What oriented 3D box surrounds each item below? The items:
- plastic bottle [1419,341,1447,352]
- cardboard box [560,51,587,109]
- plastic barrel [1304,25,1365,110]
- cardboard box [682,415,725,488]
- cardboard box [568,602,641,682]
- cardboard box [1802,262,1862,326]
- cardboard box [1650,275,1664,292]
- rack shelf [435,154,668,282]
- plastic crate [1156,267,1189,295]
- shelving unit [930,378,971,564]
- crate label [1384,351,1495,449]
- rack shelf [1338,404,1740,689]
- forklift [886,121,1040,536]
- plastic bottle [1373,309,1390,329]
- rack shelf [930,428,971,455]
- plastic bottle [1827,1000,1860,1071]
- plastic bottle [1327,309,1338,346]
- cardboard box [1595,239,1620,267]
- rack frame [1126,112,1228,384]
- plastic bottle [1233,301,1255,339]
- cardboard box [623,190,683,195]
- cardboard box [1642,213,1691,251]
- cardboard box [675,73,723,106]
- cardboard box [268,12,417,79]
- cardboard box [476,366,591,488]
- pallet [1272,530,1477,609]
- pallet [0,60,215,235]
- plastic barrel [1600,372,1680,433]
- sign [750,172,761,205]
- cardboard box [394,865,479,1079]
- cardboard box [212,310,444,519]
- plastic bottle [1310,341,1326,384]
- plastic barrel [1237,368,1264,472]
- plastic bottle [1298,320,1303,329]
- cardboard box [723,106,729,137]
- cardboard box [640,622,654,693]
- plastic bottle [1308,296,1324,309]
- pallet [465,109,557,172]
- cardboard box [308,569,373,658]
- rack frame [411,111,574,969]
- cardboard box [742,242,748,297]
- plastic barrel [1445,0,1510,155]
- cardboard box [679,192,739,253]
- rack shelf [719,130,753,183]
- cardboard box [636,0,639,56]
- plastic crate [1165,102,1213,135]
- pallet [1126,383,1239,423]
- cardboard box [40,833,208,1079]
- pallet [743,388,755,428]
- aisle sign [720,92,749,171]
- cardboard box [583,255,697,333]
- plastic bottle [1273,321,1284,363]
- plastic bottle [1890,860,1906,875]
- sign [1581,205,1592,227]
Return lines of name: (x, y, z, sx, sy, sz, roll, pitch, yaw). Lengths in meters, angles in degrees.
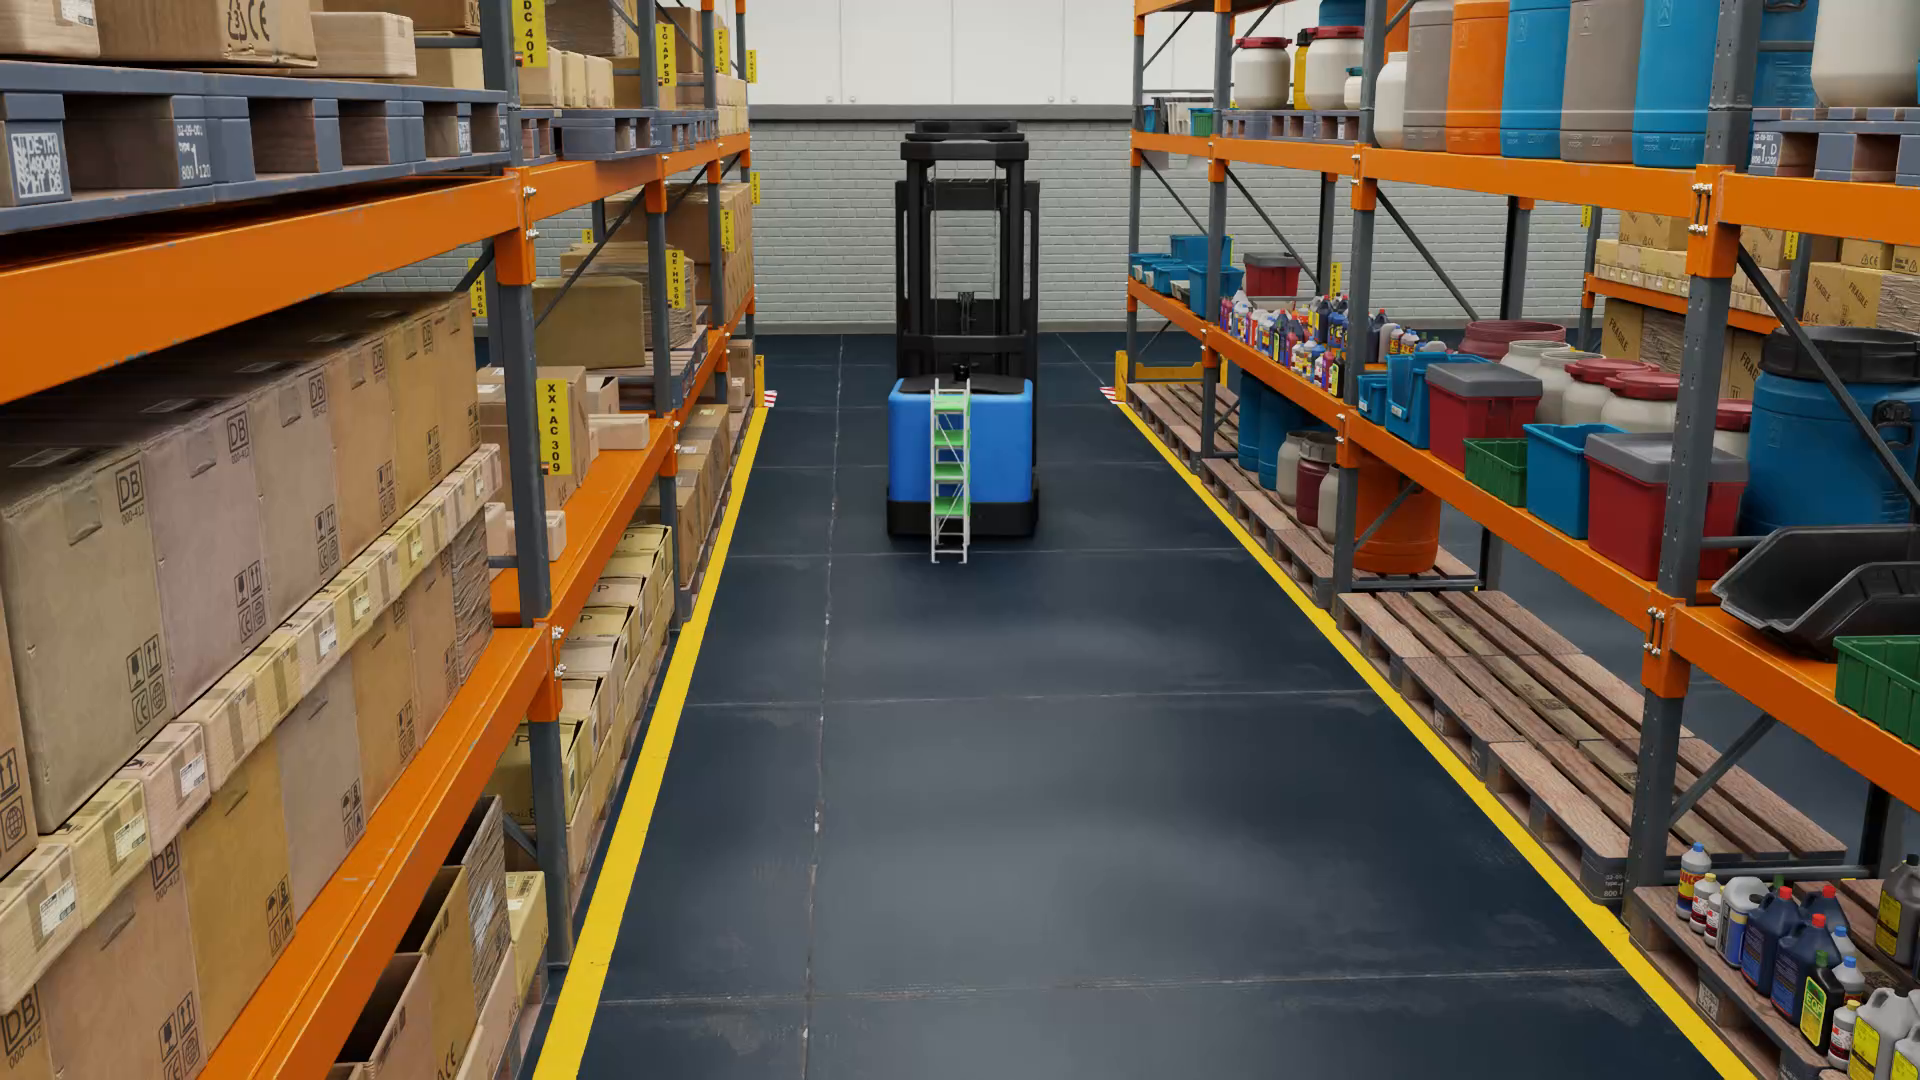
plastic bottle: (3.047, -1.150, 10.725, 0.152, 0.276, 0.135, -1, 14, -3)
cardboard box: (-2.005, -2.106, 7.630, 0.500, 0.250, 0.500, -1, 14, -5)
plastic barrel: (2.519, -3.143, 11.087, 0.433, 0.535, 0.433, 0, 14, 0)
cardboard box: (-2.073, -0.663, 12.716, 0.500, 0.500, 0.500, -1, 14, -3)
cardboard box: (-1.790, 0.456, 7.786, 0.500, 0.311, 0.500, 0, 14, -2)
cardboard box: (7.254, -1.984, 13.516, 0.500, 0.500, 0.500, -1, 14, -3)
cardboard box: (7.002, -2.514, 16.281, 0.380, 0.149, 0.250, -1, 14, -4)
rack shelf: (-2.040, -1.514, 7.314, 1.077, 0.370, 4.000, -1, 14, -3)
plastic crate: (2.071, -2.451, 15.750, 0.416, 0.233, 0.300, -1, 14, -3)
shelving unit: (-0.064, -0.481, 11.490, 0.258, 1.200, 0.503, 1, 14, 3)
crate label: (2.571, -0.748, 8.844, 0.502, 0.435, 0.616, -1, 14, -3)
rack shelf: (2.904, -0.137, 7.981, 1.077, 0.370, 4.000, -1, 14, -3)
forklift: (0.067, -1.762, 12.994, 1.130, 2.935, 3.031, 1, 14, 3)
plastic bottle: (2.984, -1.456, 11.764, 0.144, 0.351, 0.185, -1, 14, -3)
rack shelf: (-0.064, -0.652, 11.446, 0.258, 0.148, 0.480, 1, 14, 3)
plastic bottle: (2.669, 1.479, 4.990, 0.097, 0.201, 0.097, 0, 14, 0)
plastic bottle: (2.809, -1.599, 12.480, 0.097, 0.271, 0.097, 0, 14, 0)
cardboard box: (6.988, -2.996, 17.356, 0.500, 0.250, 0.500, -1, 14, -5)
rack frame: (2.284, -2.972, 17.558, 1.000, 3.000, 0.127, -1, 14, -3)
plastic bottle: (2.203, -1.705, 12.883, 0.152, 0.276, 0.135, -1, 14, -3)
cardboard box: (-2.797, -2.934, 15.203, 0.500, 0.500, 0.500, -1, 14, -4)
cardboard box: (7.057, -3.106, 16.279, 0.500, 0.500, 0.500, -1, 14, -5)
cardboard box: (-2.194, -3.649, 13.465, 0.500, 0.250, 0.500, -1, 14, -3)
cardboard box: (-1.569, -1.219, 4.103, 0.380, 0.149, 0.250, -1, 14, -3)
cardboard box: (-2.044, -0.538, 7.898, 0.500, 0.500, 0.500, -2, 15, -6)
pallet: (2.689, 0.173, 10.932, 1.003, 0.211, 1.213, -1, 14, -3)
pallet: (-1.687, -0.503, 2.121, 1.003, 0.211, 1.213, -1, 14, -3)
plastic barrel: (3.142, -0.477, 7.589, 0.433, 0.535, 0.433, 0, 14, 0)
sign: (-2.105, -3.614, 17.094, 0.100, 0.325, 0.005, -1, 14, -3)
cardboard box: (-1.616, 1.214, 4.460, 0.500, 0.500, 0.500, -1, 14, -3)
cardboard box: (-1.850, -0.353, 4.574, 0.700, 0.500, 0.500, -1, 14, -4)
plastic bottle: (2.314, -1.149, 10.730, 0.097, 0.271, 0.097, 0, 14, 0)
plastic barrel: (2.549, -1.029, 13.374, 0.600, 0.901, 0.708, -1, 14, -3)
plastic bottle: (2.388, -1.431, 11.825, 0.097, 0.271, 0.097, 0, 14, 0)
cardboard box: (-2.222, -3.531, 14.011, 0.500, 0.250, 0.500, -1, 14, -3)
cardboard box: (-1.825, 0.602, 8.343, 0.500, 0.250, 0.500, -1, 14, -2)
plastic bottle: (2.879, -1.824, 13.345, 0.152, 0.276, 0.135, -1, 14, -3)
pallet: (-1.984, -1.491, 6.167, 0.805, 0.209, 1.217, -1, 15, -6)
cardboard box: (-1.589, 0.171, 3.838, 0.380, 0.149, 0.250, 0, 14, -2)
rack frame: (-1.917, 0.088, 5.665, 1.000, 3.000, 0.127, -1, 14, -3)
cardboard box: (-2.300, -2.585, 15.851, 0.500, 0.500, 0.500, -1, 14, -3)
plastic barrel: (2.654, -2.273, 7.959, 0.600, 0.830, 0.708, -1, 14, -3)
cardboard box: (-2.224, -2.812, 14.729, 0.500, 0.500, 0.500, -1, 14, -5)
rack shelf: (-2.536, -3.503, 15.047, 1.077, 0.370, 4.000, -1, 14, -3)
cardboard box: (-2.248, -3.255, 10.429, 0.500, 0.500, 0.500, -1, 14, -3)
plastic crate: (2.113, -3.811, 15.038, 0.437, 0.282, 0.530, -1, 14, -3)
pallet: (2.296, -1.416, 17.106, 1.003, 0.211, 1.213, -1, 14, -3)
cardboard box: (-1.722, 0.787, 2.745, 0.700, 0.500, 0.500, -1, 14, -2)
pallet: (-2.605, -1.329, 16.768, 1.003, 0.211, 1.213, -1, 14, -3)
aisle sign: (-2.359, -4.177, 17.025, 0.394, 0.787, 0.004, -1, 14, -3)
cardboard box: (-2.241, -1.715, 11.629, 0.700, 0.500, 0.500, -5, 15, -18)
plastic bottle: (2.238, -1.383, 11.617, 0.061, 0.283, 0.133, -1, 14, -3)
plastic bottle: (3.361, 1.240, 5.920, 0.097, 0.201, 0.097, 0, 14, 0)
sign: (6.673, -3.499, 17.710, 0.100, 0.325, 0.005, -1, 14, -3)
